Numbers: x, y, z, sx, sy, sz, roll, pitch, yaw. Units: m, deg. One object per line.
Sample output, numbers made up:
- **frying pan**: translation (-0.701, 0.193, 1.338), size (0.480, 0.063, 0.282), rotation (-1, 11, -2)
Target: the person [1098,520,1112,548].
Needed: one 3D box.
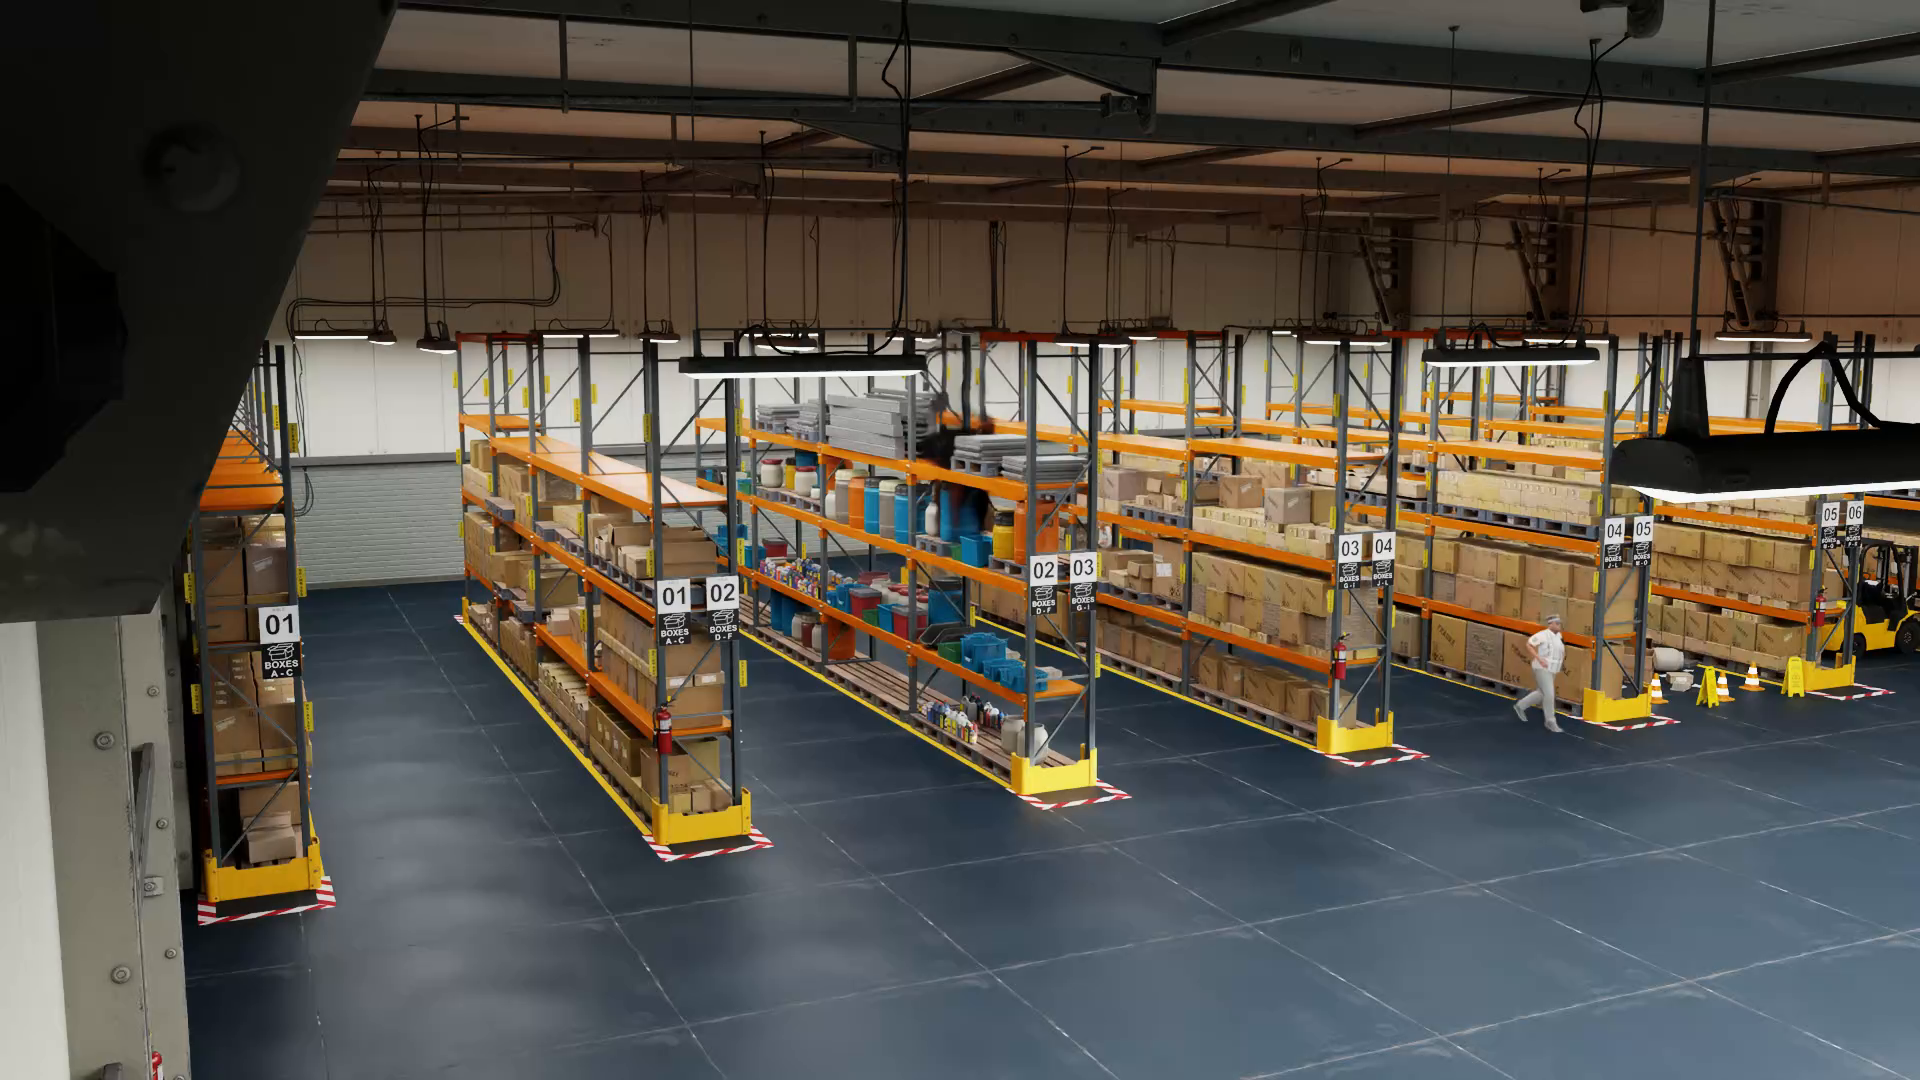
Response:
- **person**: translation (3.214, 0.369, 37.763), size (0.728, 1.836, 0.984), rotation (-3, 8, -18)

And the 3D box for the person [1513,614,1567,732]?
- **person**: translation (9.084, 2.017, 25.752), size (0.684, 1.806, 0.895), rotation (-6, 10, -39)
